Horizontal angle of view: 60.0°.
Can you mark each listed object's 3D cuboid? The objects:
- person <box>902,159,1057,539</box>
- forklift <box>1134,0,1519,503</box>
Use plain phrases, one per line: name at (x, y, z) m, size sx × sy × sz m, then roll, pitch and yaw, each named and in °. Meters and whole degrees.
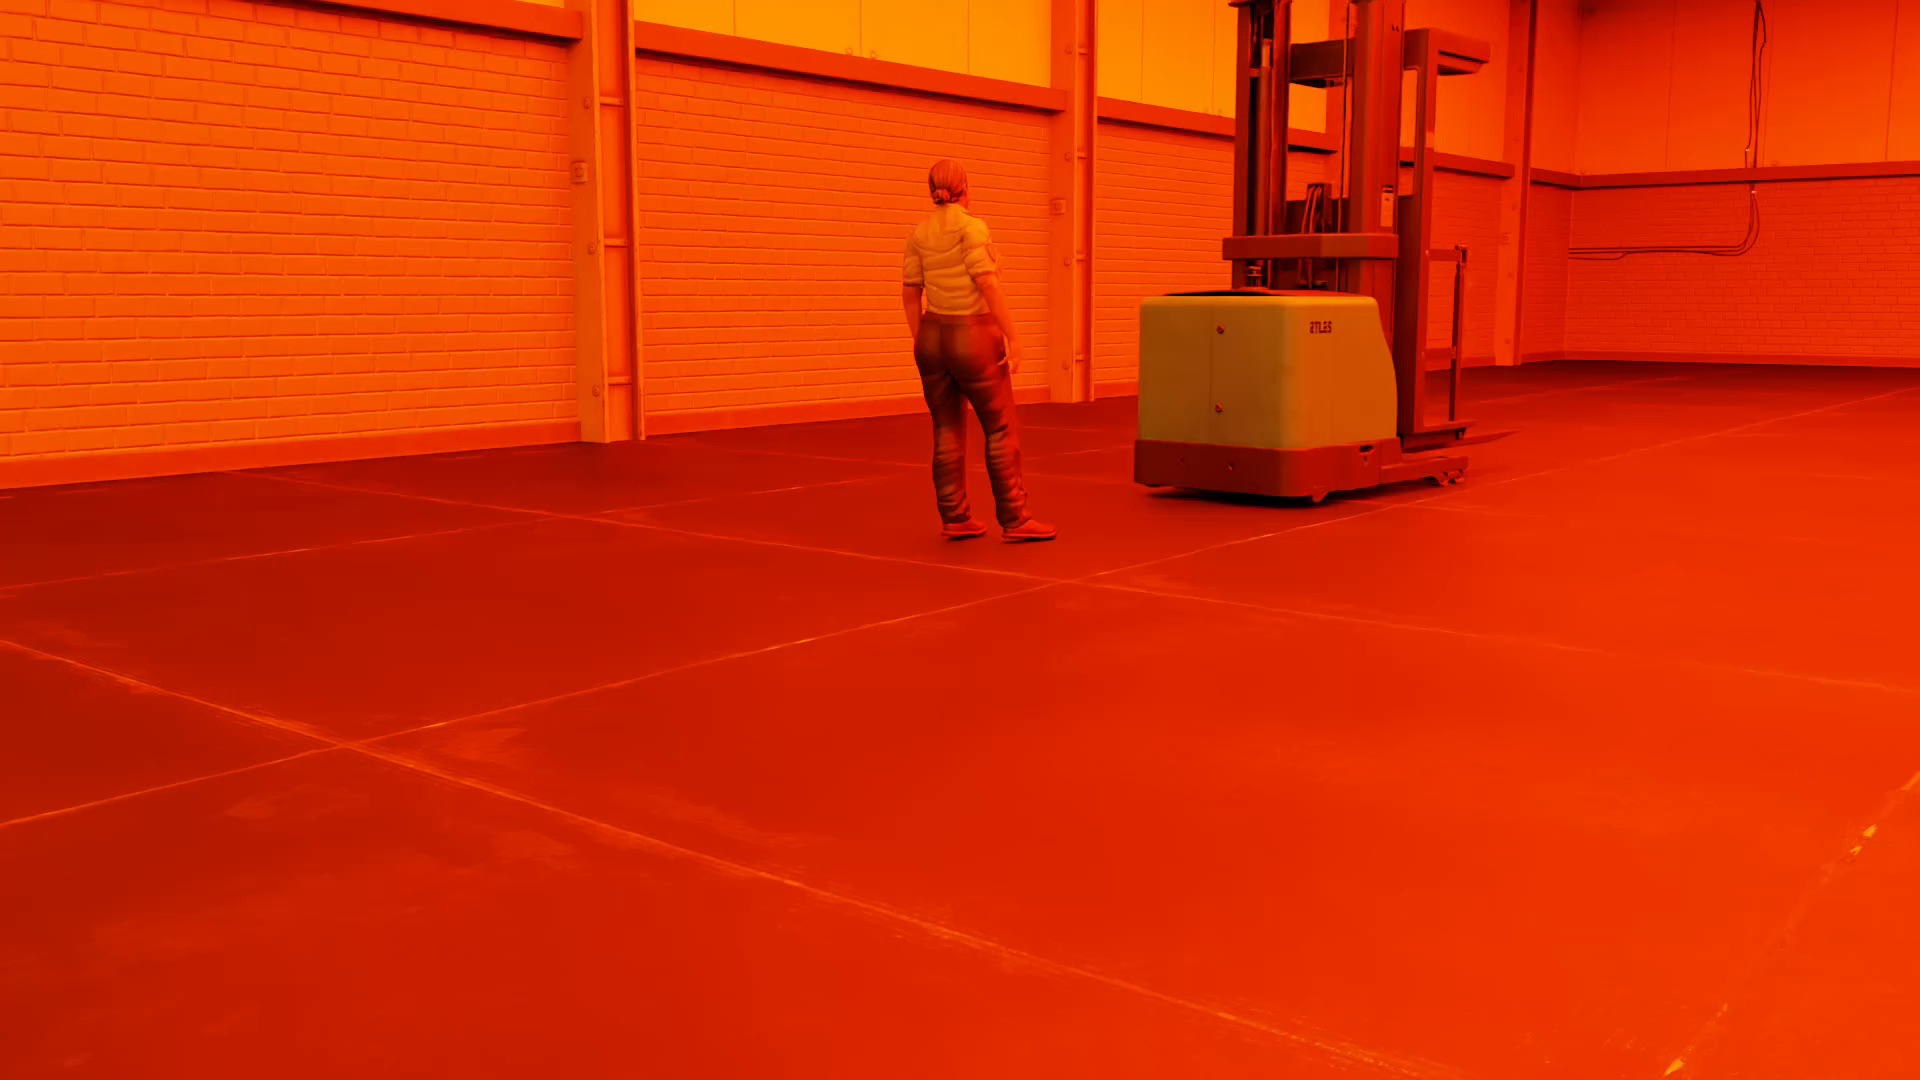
person at (0.075, -0.826, 7.340) m, size 0.598 × 1.643 × 0.502 m, roll 7°, pitch 11°, yaw 38°
forklift at (2.312, -1.802, 9.593) m, size 1.130 × 2.935 × 3.031 m, roll 8°, pitch 11°, yaw 42°
